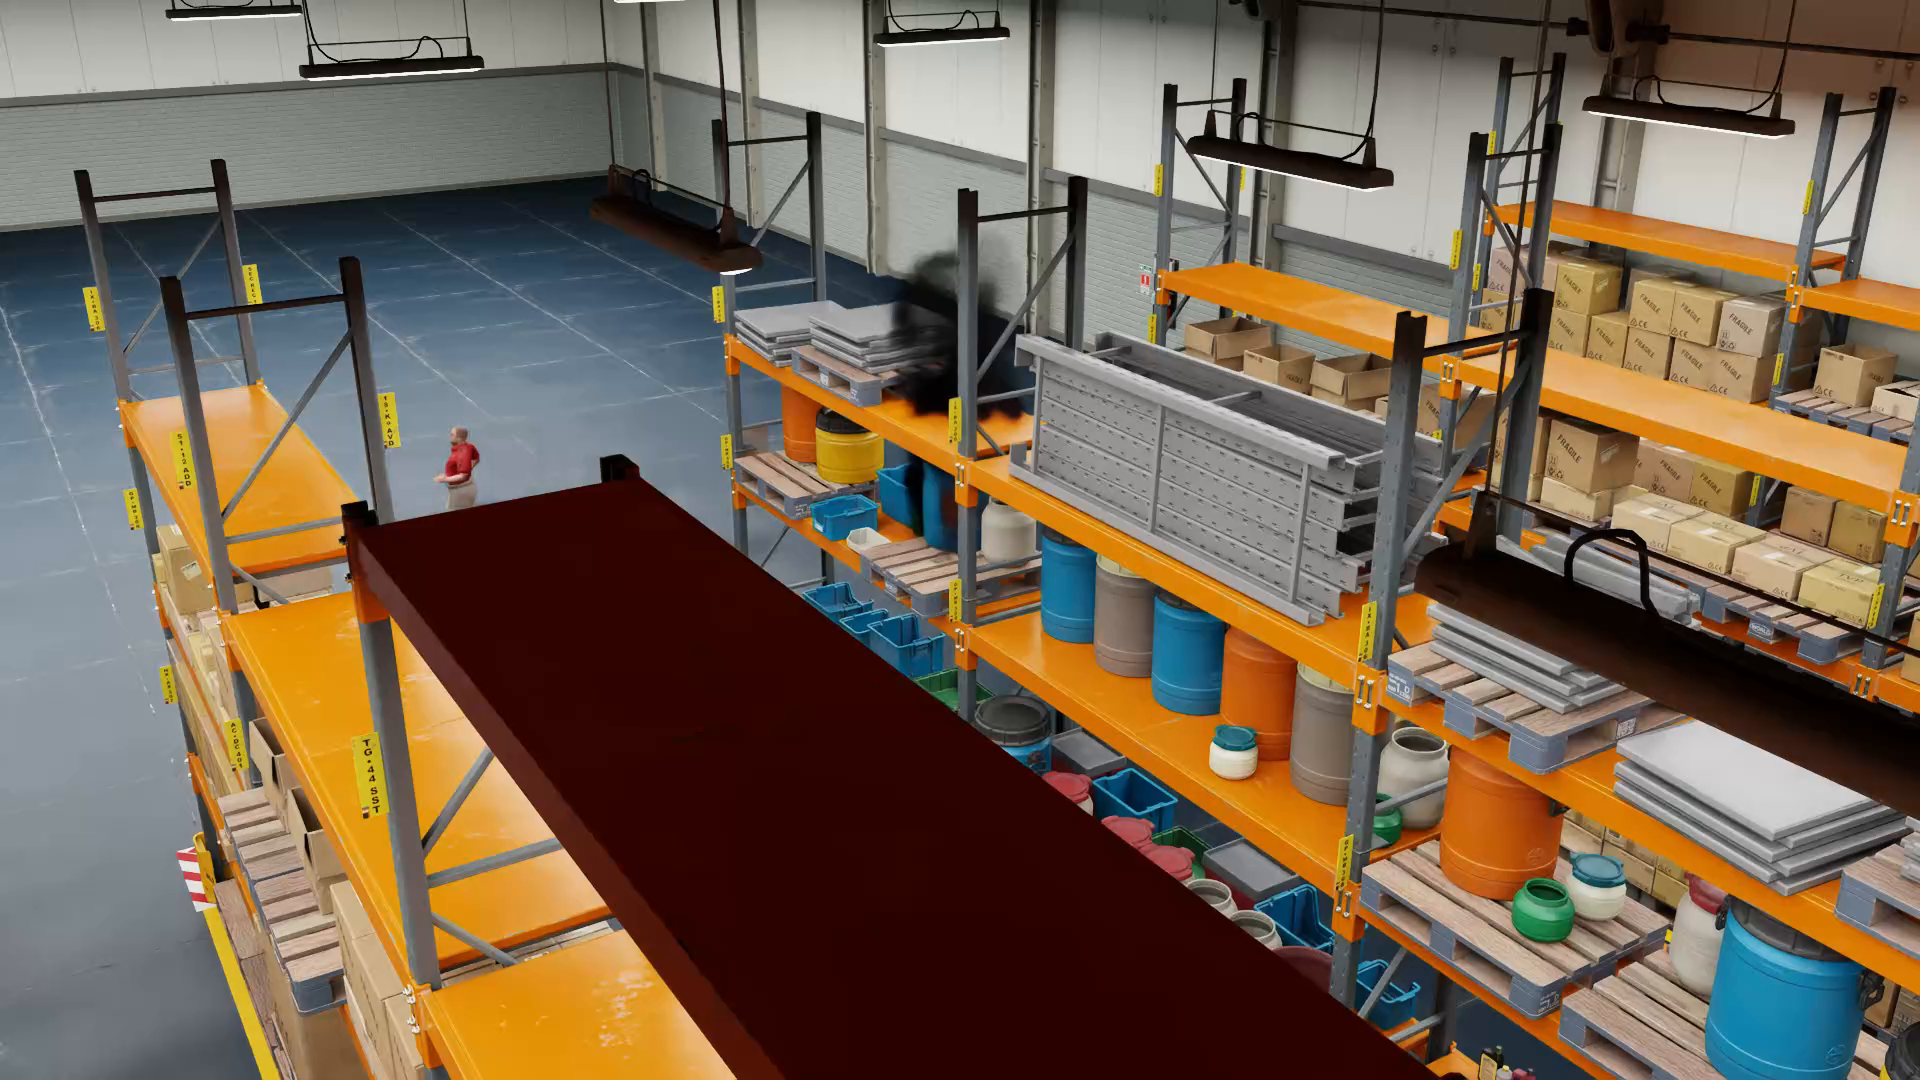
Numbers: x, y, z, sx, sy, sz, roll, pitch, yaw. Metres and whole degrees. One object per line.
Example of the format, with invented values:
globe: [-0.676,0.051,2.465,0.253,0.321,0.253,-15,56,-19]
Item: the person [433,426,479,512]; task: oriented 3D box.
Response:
person: [-6.139,-0.607,20.634,0.825,1.688,0.675,-4,22,-11]
